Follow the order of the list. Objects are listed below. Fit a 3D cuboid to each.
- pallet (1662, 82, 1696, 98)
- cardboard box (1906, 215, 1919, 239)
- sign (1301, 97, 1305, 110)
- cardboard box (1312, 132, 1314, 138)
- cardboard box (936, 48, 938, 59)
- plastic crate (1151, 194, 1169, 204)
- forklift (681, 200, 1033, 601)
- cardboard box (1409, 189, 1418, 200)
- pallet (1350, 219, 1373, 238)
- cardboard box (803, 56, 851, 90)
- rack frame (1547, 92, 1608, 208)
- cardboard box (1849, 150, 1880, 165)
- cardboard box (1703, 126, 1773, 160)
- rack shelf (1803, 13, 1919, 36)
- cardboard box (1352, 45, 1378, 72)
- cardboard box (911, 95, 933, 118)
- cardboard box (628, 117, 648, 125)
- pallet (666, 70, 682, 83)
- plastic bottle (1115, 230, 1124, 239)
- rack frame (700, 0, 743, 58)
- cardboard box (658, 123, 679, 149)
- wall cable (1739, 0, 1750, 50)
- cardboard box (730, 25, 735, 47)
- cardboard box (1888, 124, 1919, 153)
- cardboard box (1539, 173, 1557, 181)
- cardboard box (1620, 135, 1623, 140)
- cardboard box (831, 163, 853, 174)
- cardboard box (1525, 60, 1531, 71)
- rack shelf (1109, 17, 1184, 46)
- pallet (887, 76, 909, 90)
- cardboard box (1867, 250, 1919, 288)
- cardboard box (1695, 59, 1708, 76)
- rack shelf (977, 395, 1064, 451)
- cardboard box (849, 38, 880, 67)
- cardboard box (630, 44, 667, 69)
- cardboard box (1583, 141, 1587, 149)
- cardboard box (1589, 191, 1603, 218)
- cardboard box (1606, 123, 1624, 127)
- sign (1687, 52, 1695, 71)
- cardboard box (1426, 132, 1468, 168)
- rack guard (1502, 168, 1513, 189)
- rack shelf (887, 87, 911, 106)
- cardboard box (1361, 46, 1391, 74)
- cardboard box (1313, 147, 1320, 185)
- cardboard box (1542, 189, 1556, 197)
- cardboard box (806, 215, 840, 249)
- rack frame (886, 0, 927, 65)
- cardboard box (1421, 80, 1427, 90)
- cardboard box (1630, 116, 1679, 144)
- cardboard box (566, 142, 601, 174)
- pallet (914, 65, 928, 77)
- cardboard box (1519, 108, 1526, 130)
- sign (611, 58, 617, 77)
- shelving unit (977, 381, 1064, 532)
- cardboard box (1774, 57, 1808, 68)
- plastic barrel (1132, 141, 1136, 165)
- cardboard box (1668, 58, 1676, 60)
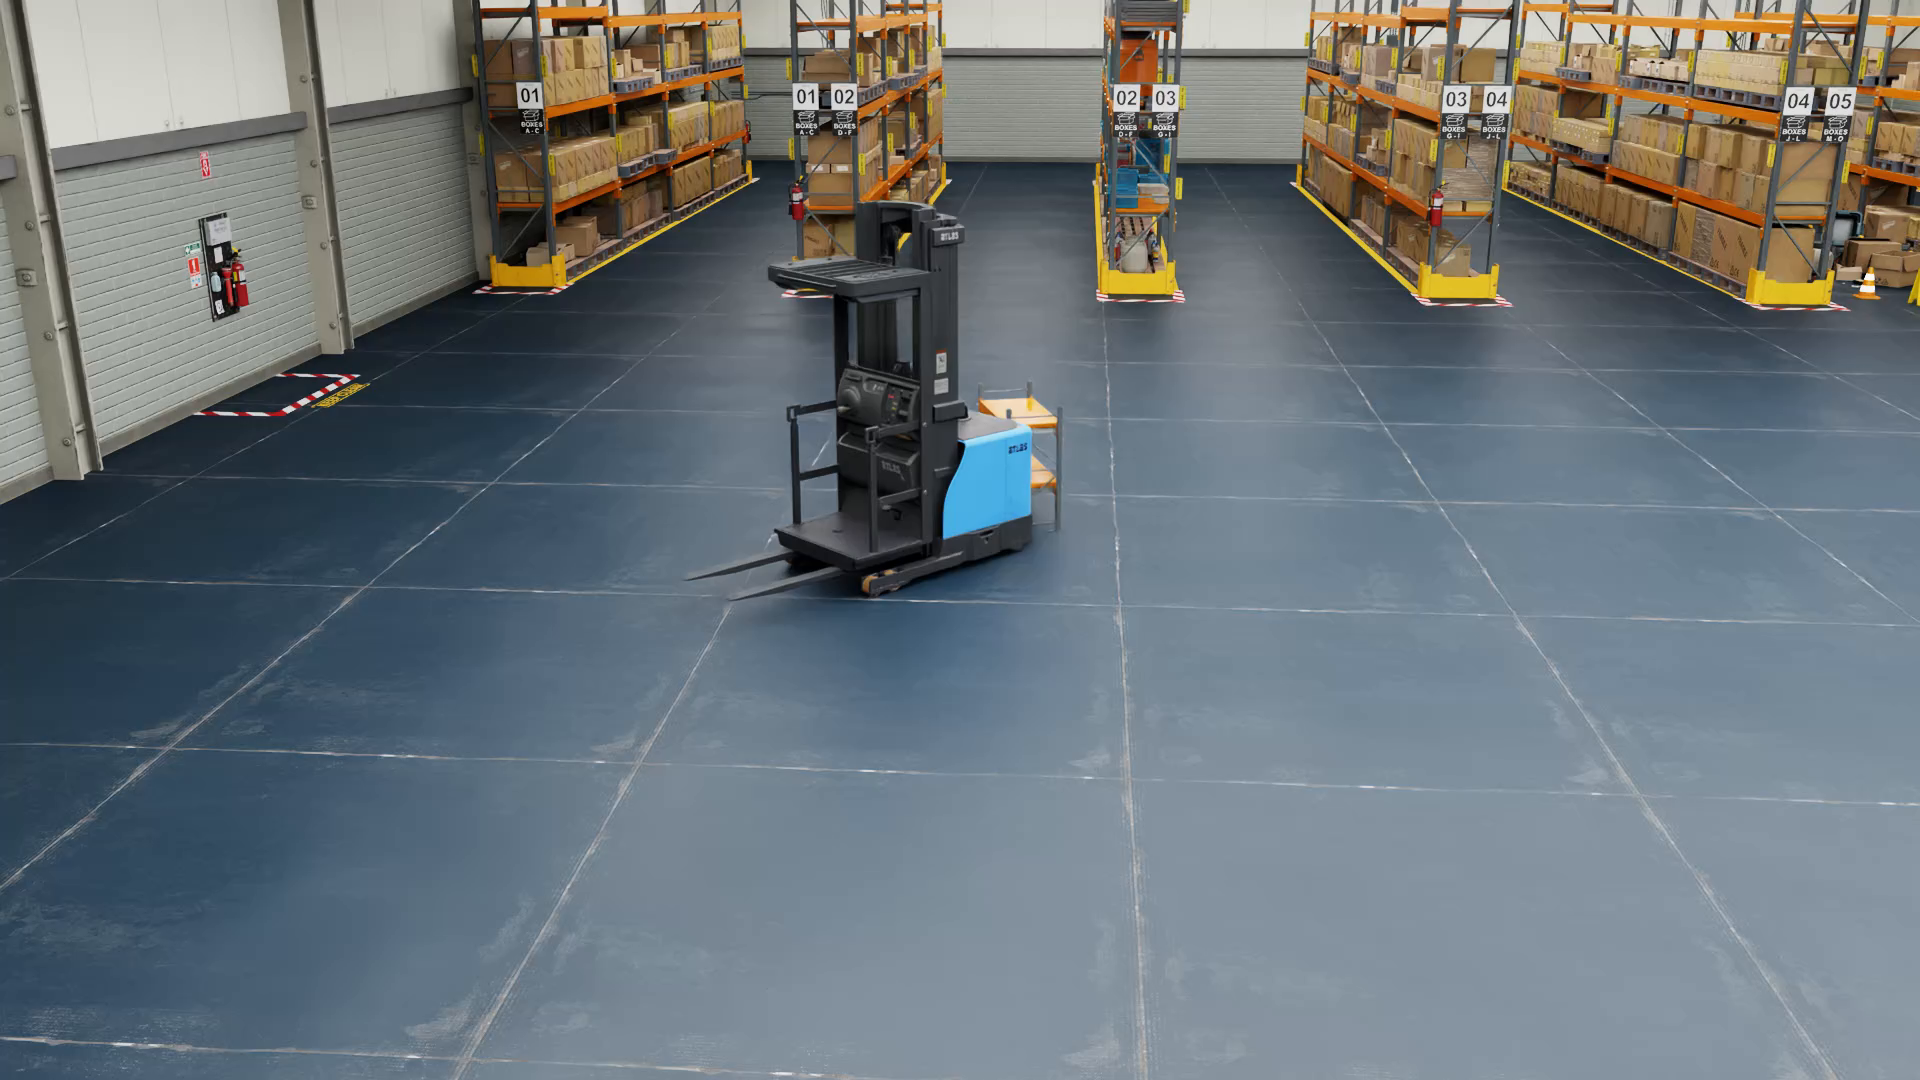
[{"bbox_3d":[13.033,-7.954,29.370,0.805,0.209,1.217,1,18,2],"label":"pallet"},{"bbox_3d":[18.092,-5.807,30.875,0.950,0.372,0.625,2,18,6],"label":"cardboard box"},{"bbox_3d":[8.384,-10.666,40.639,0.100,0.325,0.005,1,18,4],"label":"sign"},{"bbox_3d":[8.473,-9.503,39.009,0.380,0.149,0.250,1,18,3],"label":"cardboard box"},{"bbox_3d":[-0.802,-11.541,39.447,0.500,0.250,0.500,1,18,4],"label":"cardboard box"},{"bbox_3d":[3.235,-5.489,26.782,0.298,0.136,0.250,1,18,4],"label":"plastic crate"},{"bbox_3d":[-0.812,-1.129,13.161,3.031,2.935,1.130,-16,24,-40],"label":"forklift"},{"bbox_3d":[7.607,-5.675,27.329,0.380,0.149,0.250,1,18,4],"label":"cardboard box"},{"bbox_3d":[8.306,-6.150,32.853,1.003,0.211,1.213,1,18,4],"label":"pallet"},{"bbox_3d":[-2.045,-7.375,26.229,0.797,0.503,0.637,3,18,8],"label":"cardboard box"},{"bbox_3d":[13.590,-8.818,36.517,1.000,3.000,0.127,1,18,4],"label":"rack frame"},{"bbox_3d":[18.025,-7.588,33.005,0.500,0.250,0.500,1,18,2],"label":"cardboard box"},{"bbox_3d":[13.032,-6.631,27.866,0.875,0.550,0.550,1,18,4],"label":"cardboard box"},{"bbox_3d":[18.391,-10.437,33.620,1.077,0.370,4.000,1,18,4],"label":"rack shelf"},{"bbox_3d":[8.309,-9.851,34.019,0.500,0.500,0.500,2,18,7],"label":"cardboard box"},{"bbox_3d":[-0.880,-10.005,38.375,0.500,0.500,0.500,1,18,2],"label":"cardboard box"},{"bbox_3d":[-6.462,-8.406,33.352,0.380,0.149,0.250,-2,18,-5],"label":"cardboard box"},{"bbox_3d":[-6.465,-9.586,34.348,1.213,0.211,1.003,2,18,6],"label":"pallet"},{"bbox_3d":[2.808,-5.292,29.303,0.144,0.351,0.185,1,18,4],"label":"plastic bottle"},{"bbox_3d":[-5.885,-13.385,40.821,1.000,3.000,0.127,1,18,4],"label":"rack frame"},{"bbox_3d":[-6.168,-8.393,34.550,0.500,0.500,0.500,2,18,6],"label":"cardboard box"},{"bbox_3d":[22.474,-14.531,44.259,2.988,3.039,0.133,1,18,4],"label":"wall cable"},{"bbox_3d":[-5.712,-12.103,39.927,0.500,0.500,0.500,2,18,6],"label":"cardboard box"},{"bbox_3d":[17.954,-7.588,31.452,0.500,0.500,0.500,2,18,7],"label":"cardboard box"},{"bbox_3d":[13.345,-8.220,37.639,0.380,0.149,0.250,1,18,3],"label":"cardboard box"},{"bbox_3d":[13.571,-8.110,33.608,0.380,0.149,0.250,1,18,2],"label":"cardboard box"},{"bbox_3d":[-1.848,-5.928,26.496,0.380,0.149,0.250,1,18,4],"label":"cardboard box"},{"bbox_3d":[13.547,-11.117,38.958,0.500,0.250,0.500,2,18,6],"label":"cardboard box"},{"bbox_3d":[2.993,-8.284,27.050,1.077,0.370,4.000,1,18,4],"label":"rack shelf"},{"bbox_3d":[-1.554,-8.716,31.691,1.003,0.211,1.213,2,18,6],"label":"pallet"},{"bbox_3d":[15.275,-4.428,27.128,0.797,0.503,0.637,-13,22,-34],"label":"cardboard box"},{"bbox_3d":[12.702,-7.930,27.919,0.500,0.250,0.500,1,18,4],"label":"cardboard box"},{"bbox_3d":[0.529,-1.032,14.827,0.538,0.278,1.000,-4,19,-12],"label":"rack shelf"},{"bbox_3d":[-1.721,-8.799,30.003,0.500,0.500,0.500,2,18,5],"label":"cardboard box"},{"bbox_3d":[-6.495,-10.049,34.590,0.700,0.500,0.500,0,18,1],"label":"cardboard box"},{"bbox_3d":[12.939,-8.054,33.914,0.380,0.149,0.250,1,18,3],"label":"cardboard box"},{"bbox_3d":[13.090,-6.798,33.691,0.500,0.500,0.500,1,18,4],"label":"cardboard box"},{"bbox_3d":[13.644,-8.564,34.514,0.380,0.149,0.250,1,18,3],"label":"cardboard box"},{"bbox_3d":[12.475,-8.163,28.366,0.100,0.325,0.005,1,18,4],"label":"sign"},{"bbox_3d":[7.583,-6.074,25.897,0.500,0.500,0.500,1,18,4],"label":"cardboard box"},{"bbox_3d":[13.871,-8.849,40.626,1.175,0.500,0.348,1,18,4],"label":"rack guard"},{"bbox_3d":[-1.661,-8.403,31.587,1.077,0.370,4.000,1,18,4],"label":"rack shelf"},{"bbox_3d":[8.073,-9.288,32.171,0.500,0.500,0.500,1,18,4],"label":"cardboard box"},{"bbox_3d":[8.905,-8.909,39.533,0.875,0.875,0.875,1,18,4],"label":"cardboard box"},{"bbox_3d":[13.278,-7.792,37.291,0.380,0.149,0.250,2,18,5],"label":"cardboard box"},{"bbox_3d":[-2.292,-5.189,27.979,0.500,0.500,0.500,1,18,4],"label":"cardboard box"},{"bbox_3d":[-1.231,-12.033,36.695,1.000,3.000,0.127,1,18,4],"label":"rack frame"},{"bbox_3d":[7.599,-7.274,26.588,0.380,0.149,0.250,0,18,1],"label":"cardboard box"},{"bbox_3d":[13.226,-7.802,31.650,0.700,0.500,0.500,1,18,3],"label":"cardboard box"},{"bbox_3d":[-6.548,-6.637,28.865,0.500,0.500,0.500,1,18,2],"label":"cardboard box"},{"bbox_3d":[-1.347,-10.318,36.578,1.213,0.211,1.003,1,18,4],"label":"pallet"},{"bbox_3d":[13.556,-9.949,39.331,0.500,0.500,0.500,1,18,4],"label":"cardboard box"},{"bbox_3d":[-6.204,-8.469,29.803,0.100,0.325,0.005,1,18,4],"label":"sign"},{"bbox_3d":[0.529,-0.754,14.919,0.538,1.125,1.048,-4,19,-12],"label":"shelving unit"},{"bbox_3d":[12.415,-7.135,24.852,0.380,0.149,0.250,1,18,4],"label":"cardboard box"},{"bbox_3d":[3.532,-7.426,32.091,0.421,0.512,0.421,0,18,0],"label":"plastic barrel"},{"bbox_3d":[13.528,-8.875,31.181,0.500,0.311,0.500,1,18,4],"label":"cardboard box"}]
